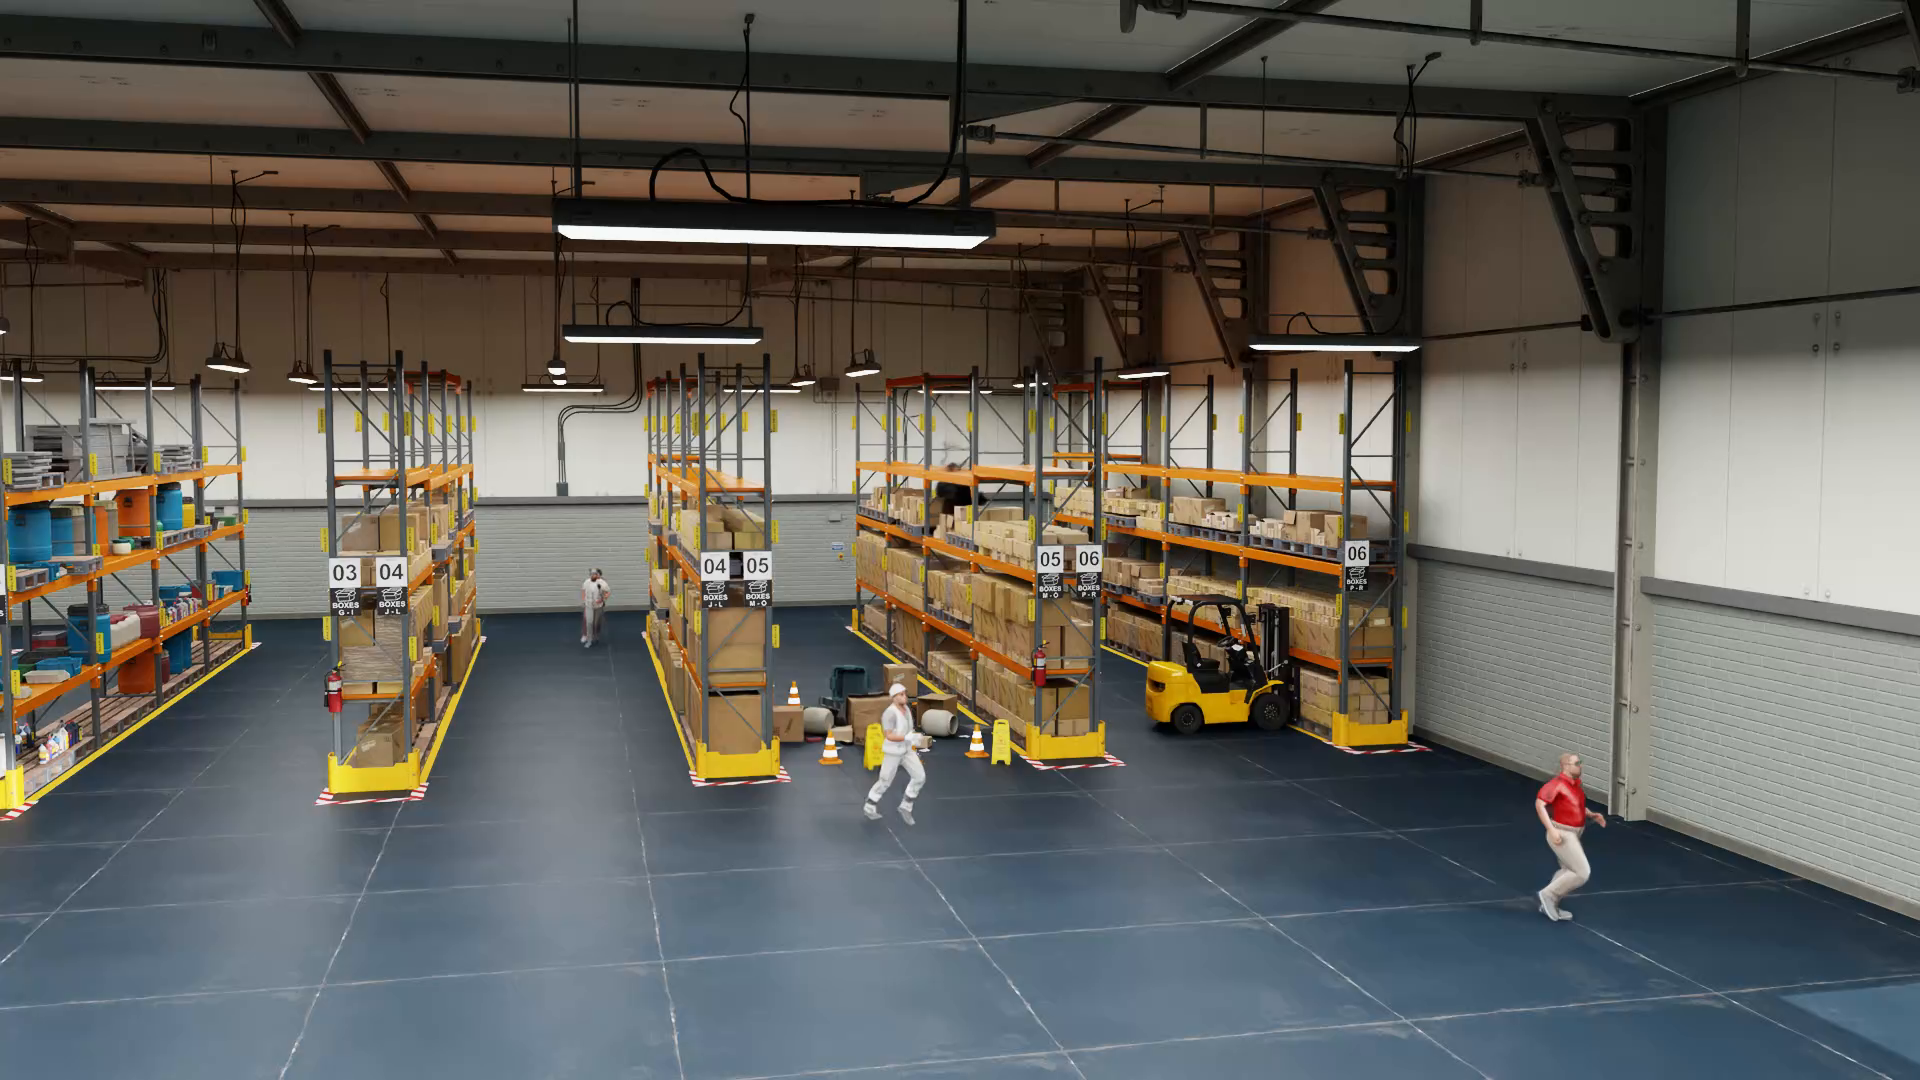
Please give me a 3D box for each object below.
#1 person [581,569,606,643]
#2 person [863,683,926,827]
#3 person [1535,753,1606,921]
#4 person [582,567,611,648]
[{"bbox_3d":[-8.435,1.492,38.394,0.582,1.665,0.860,1,4,8],"label":"person"},{"bbox_3d":[-0.771,2.666,20.714,0.892,1.793,0.673,3,5,37],"label":"person"},{"bbox_3d":[6.161,2.988,16.749,0.605,1.694,0.668,3,5,35],"label":"person"},{"bbox_3d":[-8.232,1.502,37.640,0.670,1.807,0.854,0,4,-4],"label":"person"}]
